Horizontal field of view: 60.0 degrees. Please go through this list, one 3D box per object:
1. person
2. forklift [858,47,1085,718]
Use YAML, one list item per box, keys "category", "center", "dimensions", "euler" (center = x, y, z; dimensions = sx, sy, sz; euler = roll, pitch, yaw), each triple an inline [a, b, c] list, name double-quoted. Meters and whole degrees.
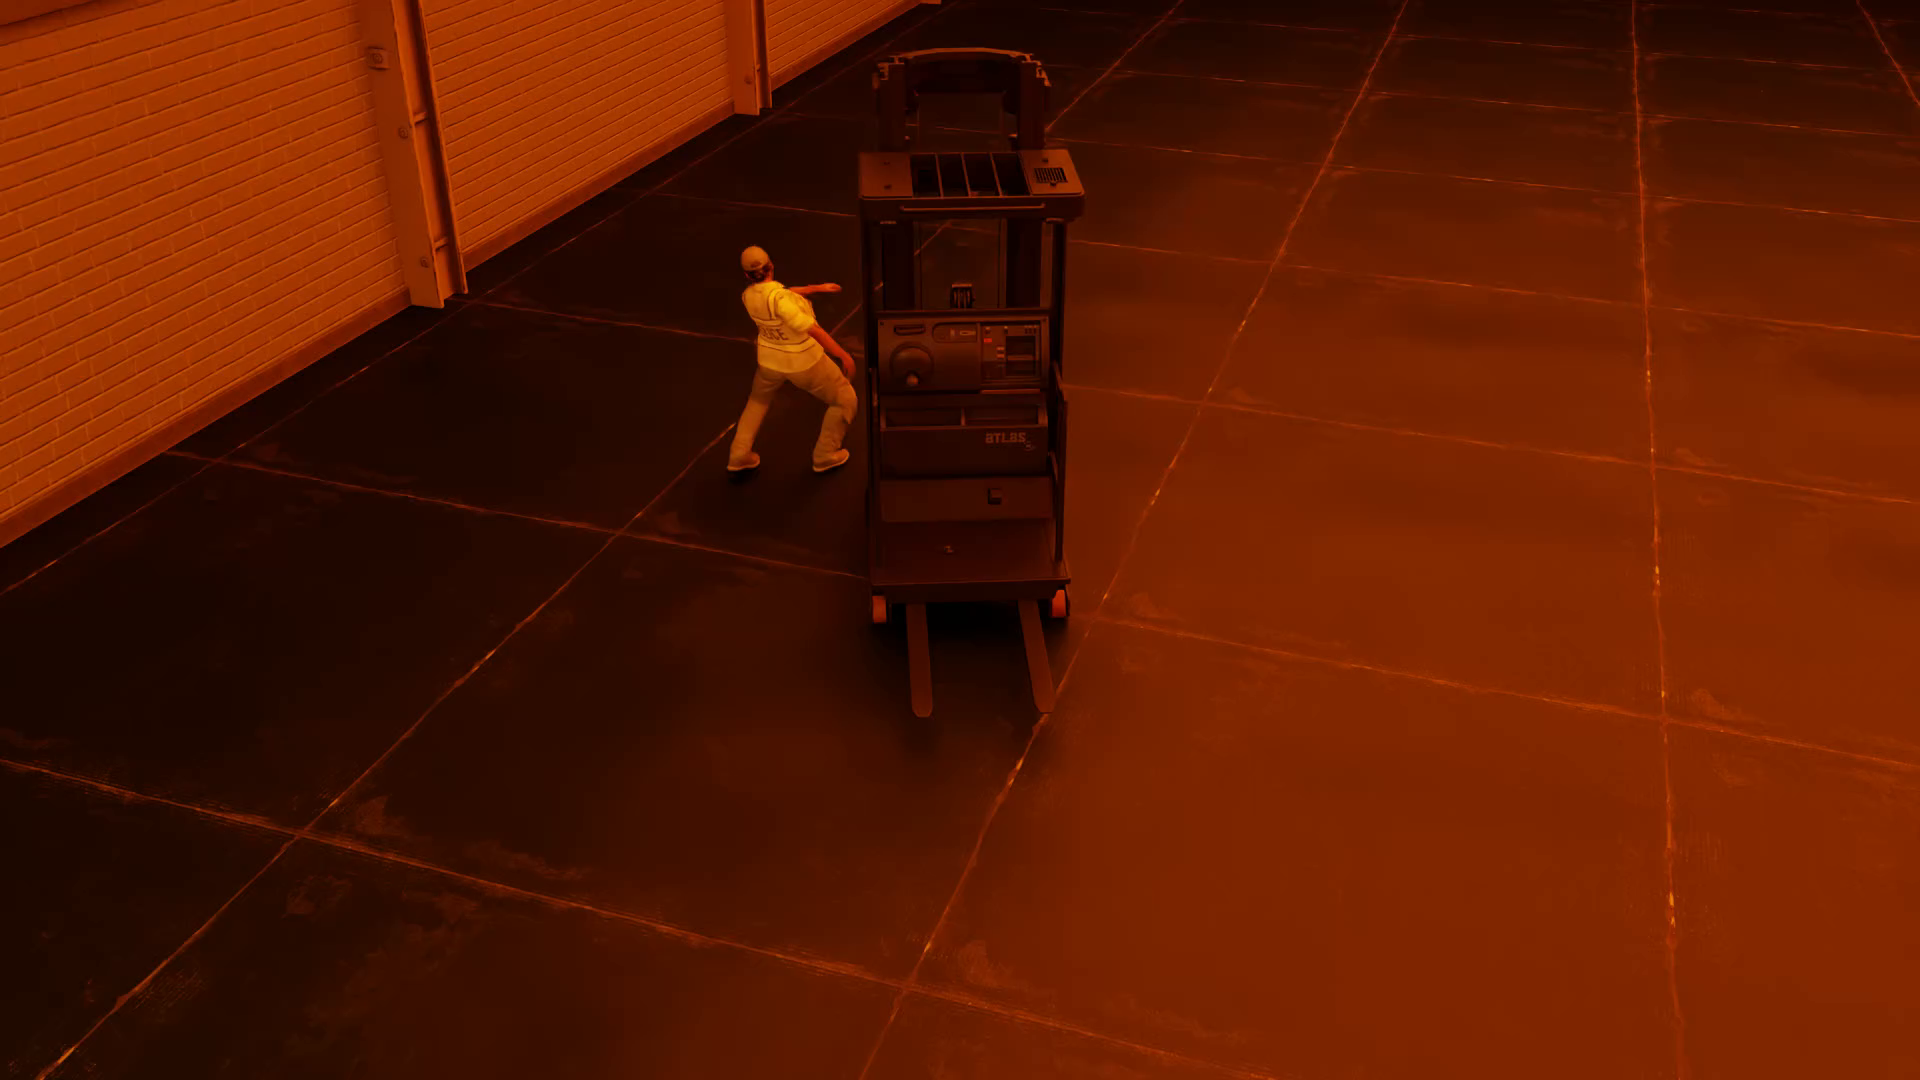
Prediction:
- category: "person"
  center: [-1.004, -1.157, 10.574]
  dimensions: [0.799, 1.505, 0.809]
  euler: [15, 33, 25]
- category: "forklift"
  center: [0.035, -0.972, 8.842]
  dimensions: [1.130, 2.935, 3.031]
  euler: [-2, 30, -3]
